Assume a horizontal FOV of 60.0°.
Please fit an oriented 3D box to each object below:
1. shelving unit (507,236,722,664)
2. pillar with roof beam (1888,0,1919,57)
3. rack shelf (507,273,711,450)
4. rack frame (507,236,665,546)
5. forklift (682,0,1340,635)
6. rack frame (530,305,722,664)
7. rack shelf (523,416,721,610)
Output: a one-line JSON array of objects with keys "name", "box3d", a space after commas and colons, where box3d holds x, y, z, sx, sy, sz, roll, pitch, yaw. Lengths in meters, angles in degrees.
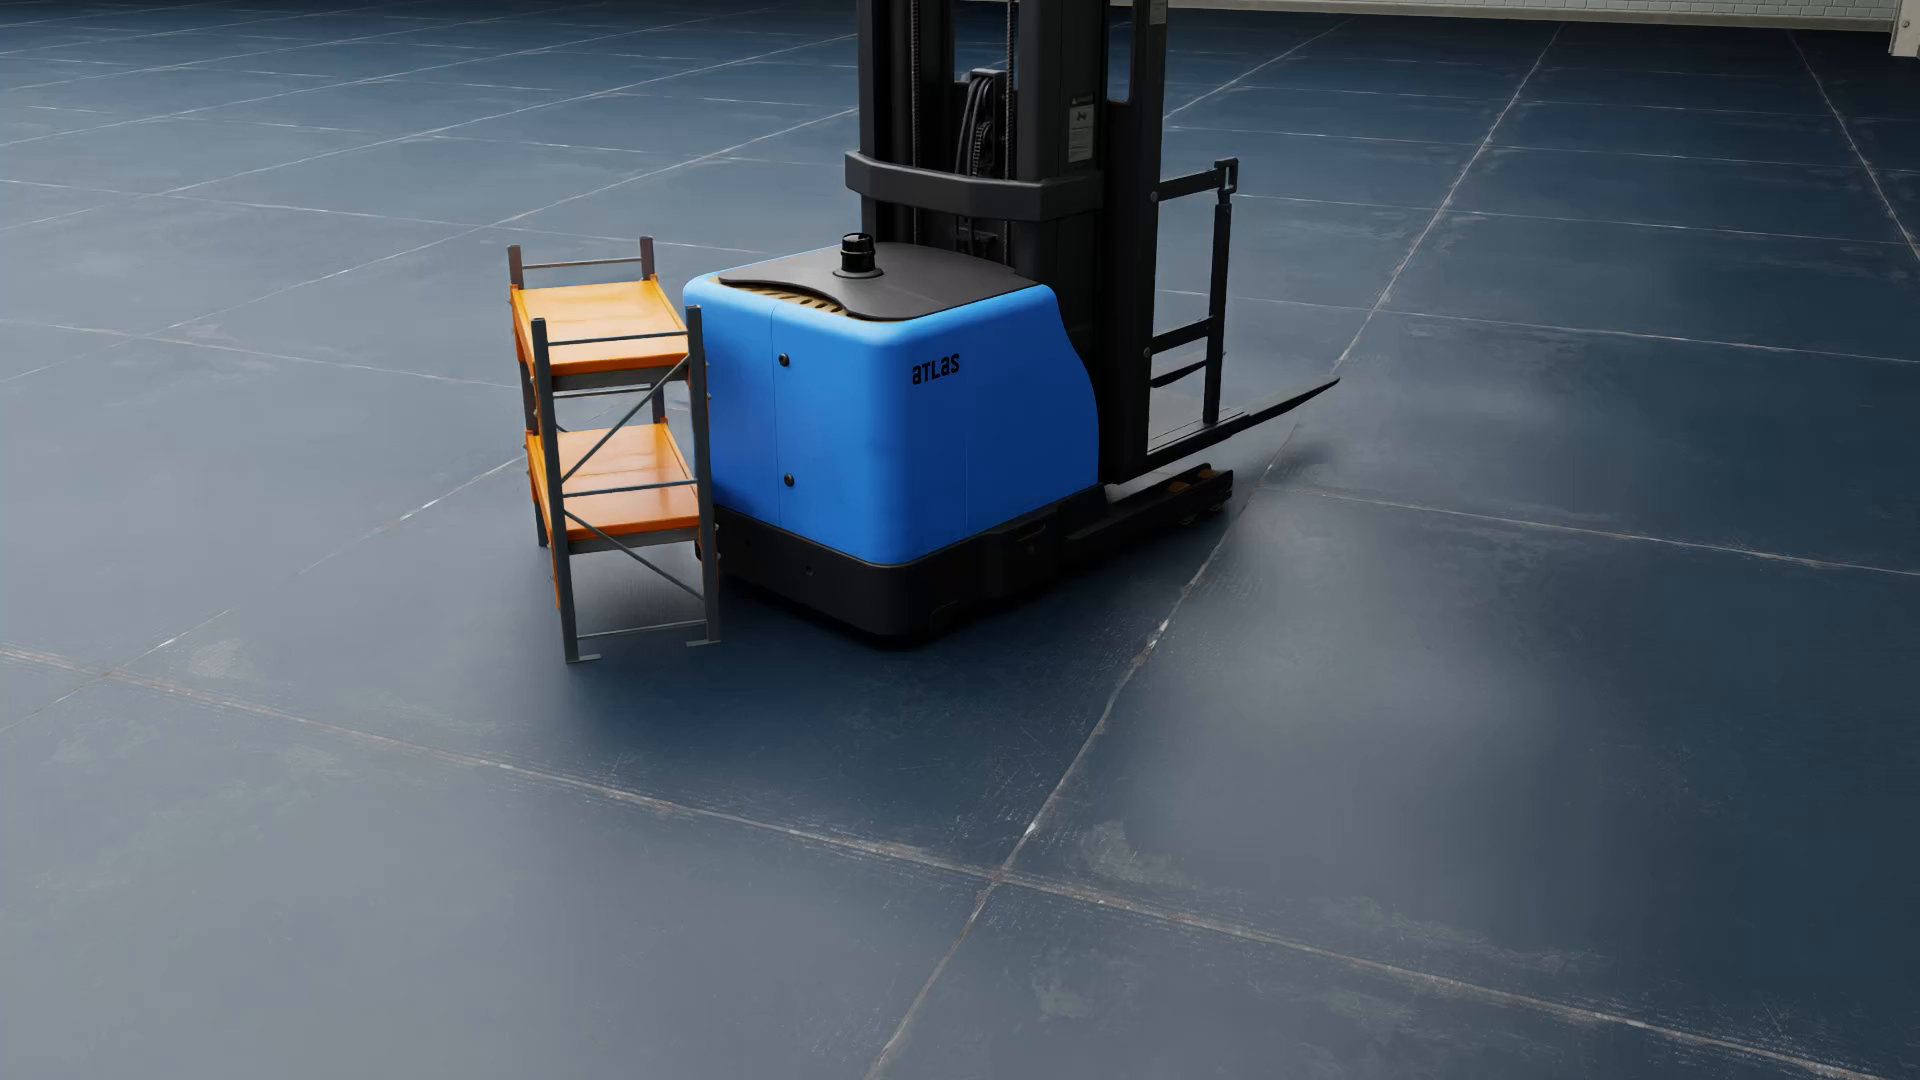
[{"name": "shelving unit", "box3d": [-1.179, -0.344, 5.615, 0.538, 1.125, 1.048, -7, 24, -16]}, {"name": "pillar with roof beam", "box3d": [7.784, -10.829, 20.500, 9.100, 9.000, 0.400, 9, 24, 20]}, {"name": "rack shelf", "box3d": [-1.179, -0.614, 5.502, 0.538, 0.278, 1.000, -7, 24, -16]}, {"name": "rack frame", "box3d": [-1.335, -0.531, 6.061, 0.500, 1.125, 0.032, -7, 24, -16]}, {"name": "forklift", "box3d": [0.422, -1.529, 6.107, 1.130, 2.935, 3.031, 20, 30, 39]}, {"name": "rack frame", "box3d": [-1.023, -0.158, 5.168, 0.500, 1.125, 0.032, -7, 24, -16]}, {"name": "rack shelf", "box3d": [-1.179, -0.119, 5.709, 0.538, 0.278, 1.000, -7, 24, -16]}]
